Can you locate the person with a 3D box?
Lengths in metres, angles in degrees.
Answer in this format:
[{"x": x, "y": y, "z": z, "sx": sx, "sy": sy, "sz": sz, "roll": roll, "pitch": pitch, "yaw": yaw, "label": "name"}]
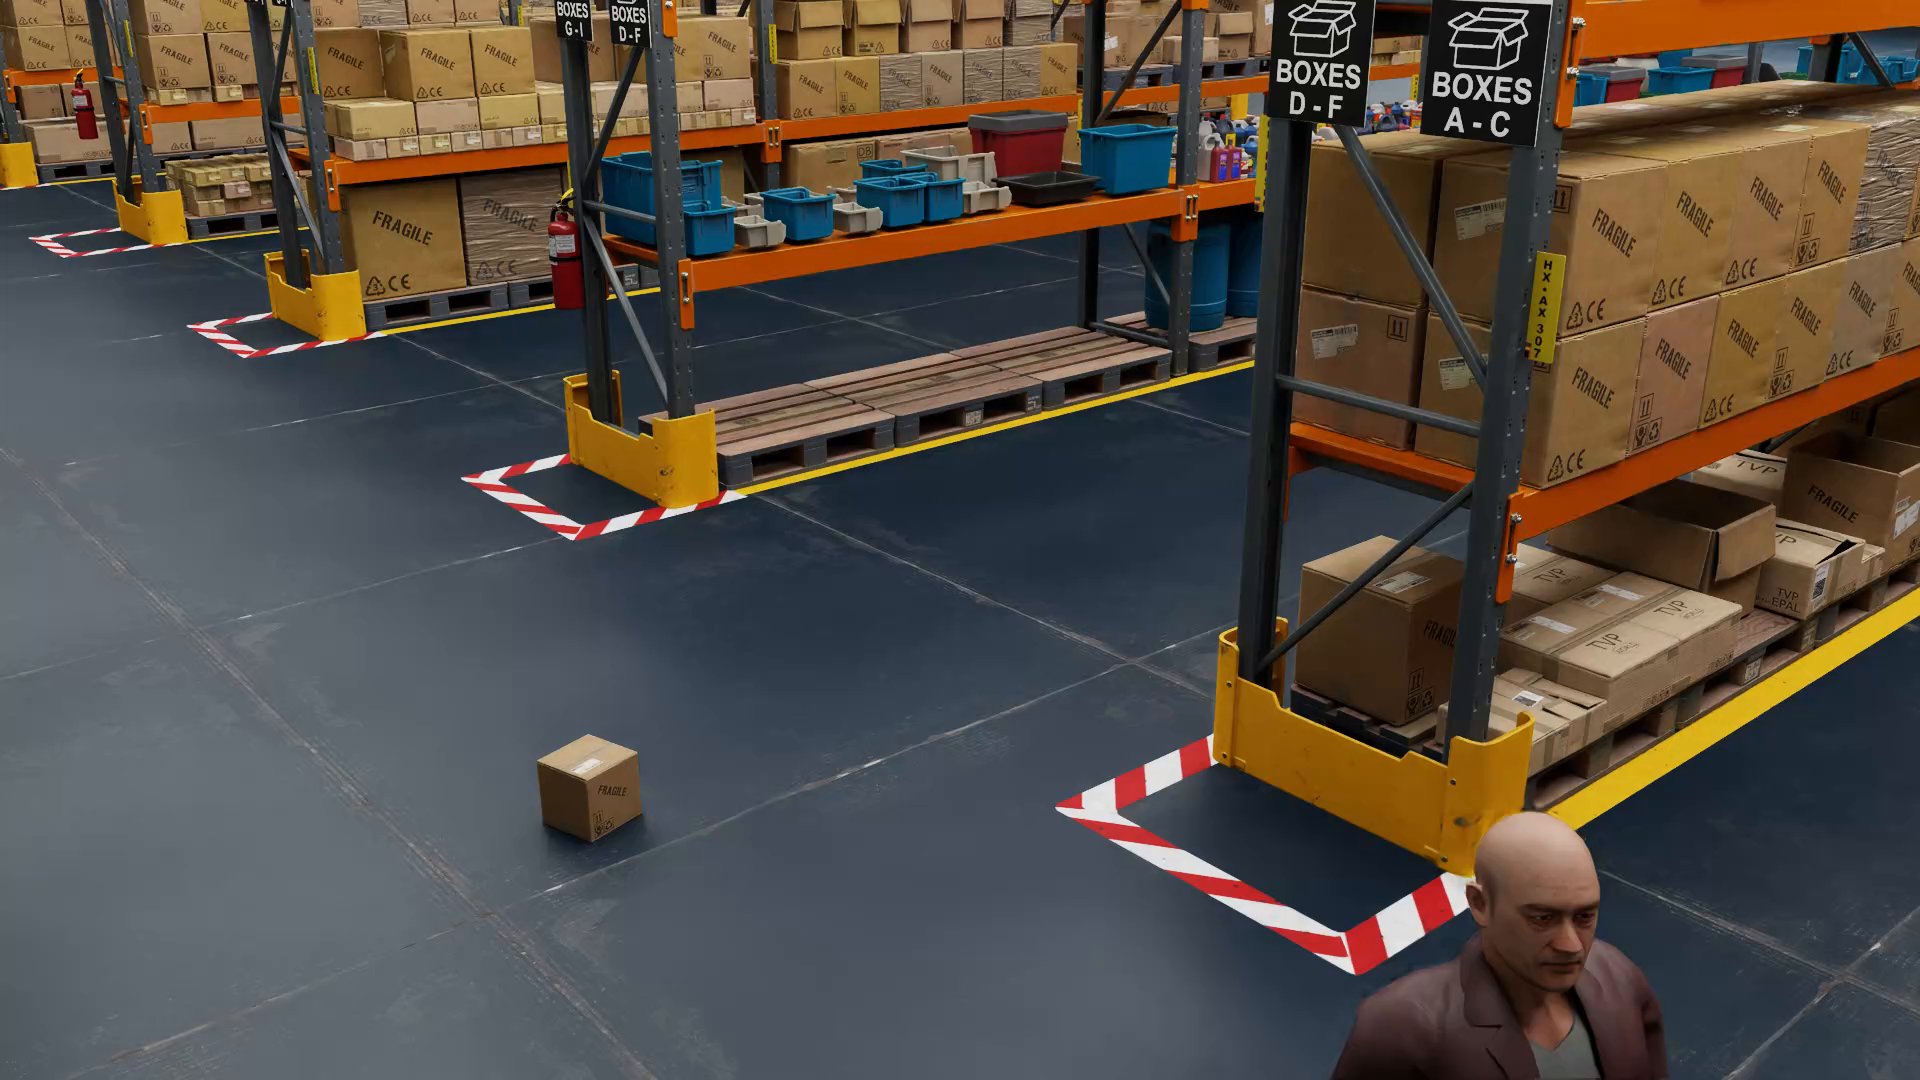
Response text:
[{"x": 0.940, "y": 1.278, "z": 2.671, "sx": 0.569, "sy": 1.731, "sz": 1.047, "roll": -10, "pitch": 23, "yaw": -24, "label": "person"}]
